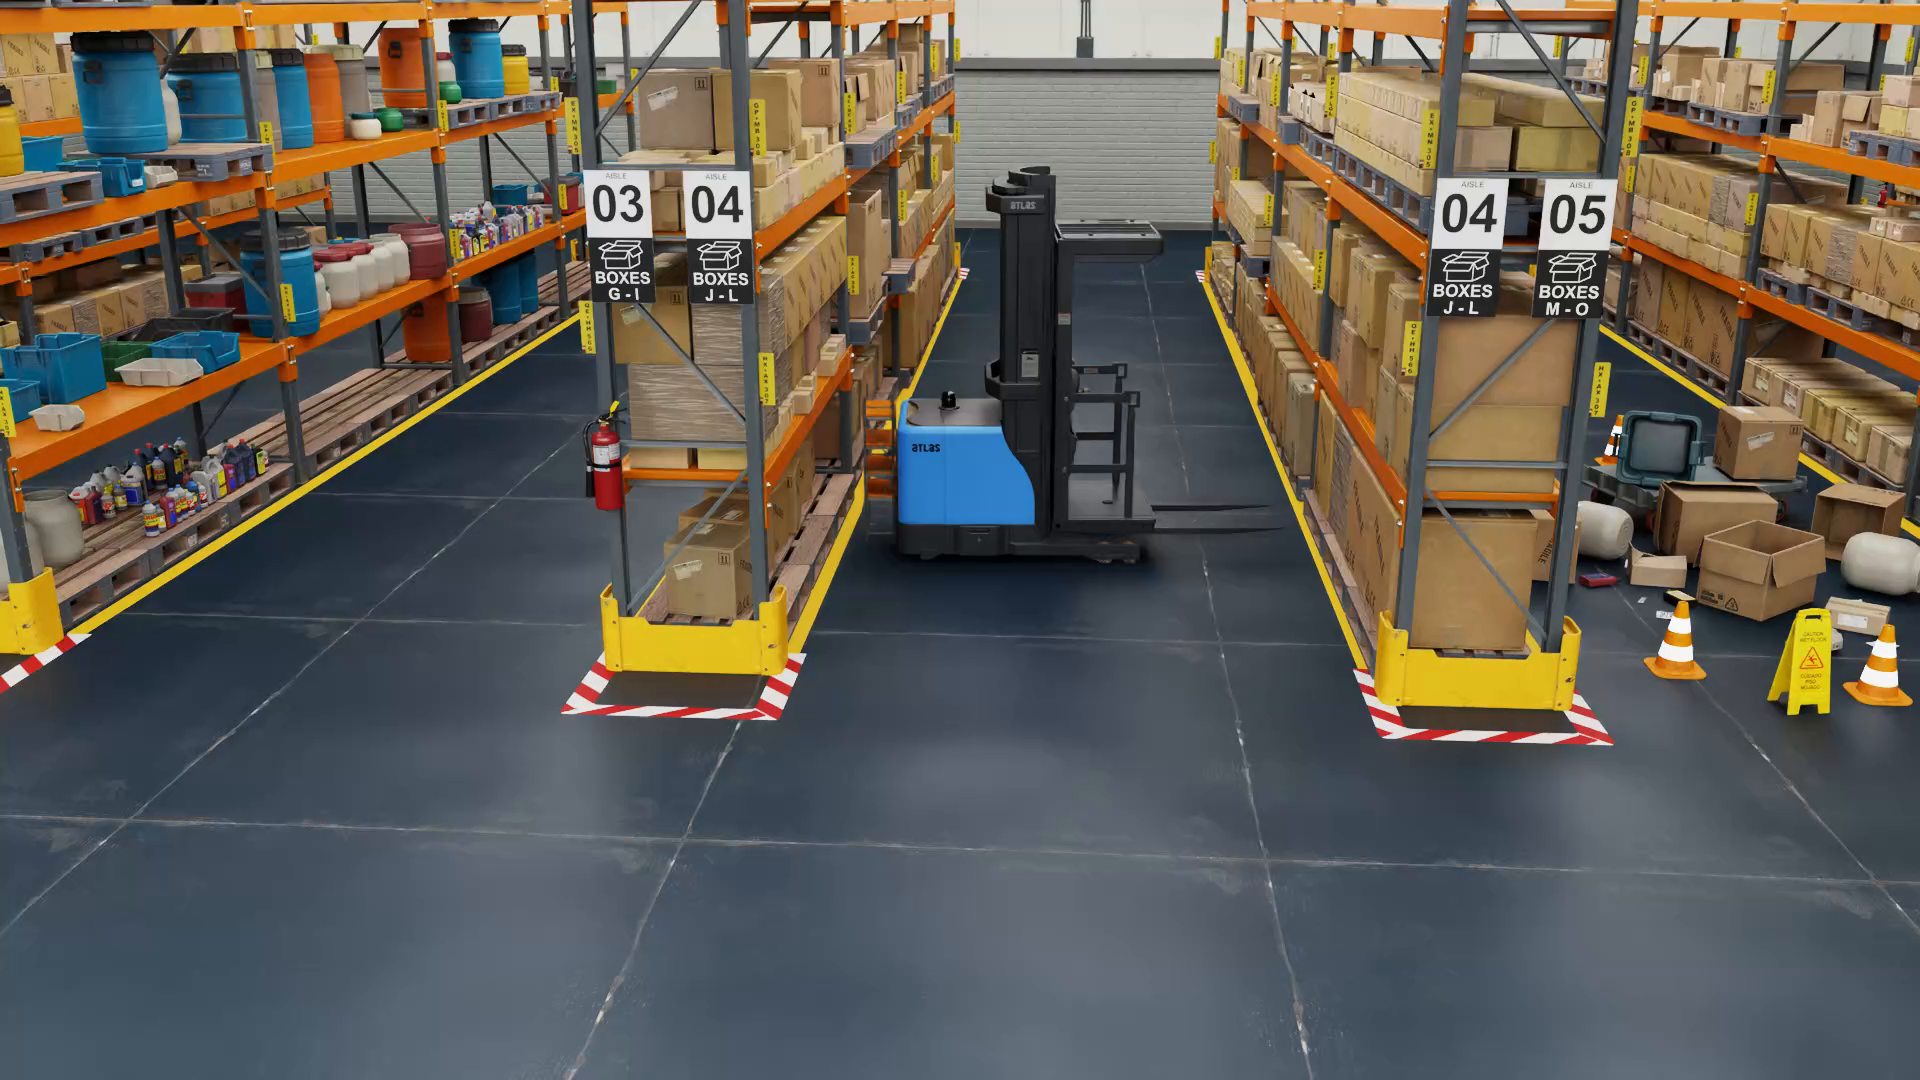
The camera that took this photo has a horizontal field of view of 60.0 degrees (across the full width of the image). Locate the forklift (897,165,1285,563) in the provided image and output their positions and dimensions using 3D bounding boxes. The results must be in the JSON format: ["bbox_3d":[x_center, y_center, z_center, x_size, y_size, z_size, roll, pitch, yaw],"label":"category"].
[{"bbox_3d":[1.025,-1.378,12.922,3.031,2.935,1.130,0,18,0],"label":"forklift"}]

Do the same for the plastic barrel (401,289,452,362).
[{"bbox_3d":[-6.082,-2.507,19.067,0.600,0.830,0.708,1,18,4],"label":"plastic barrel"}]

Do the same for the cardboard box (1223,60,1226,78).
[{"bbox_3d":[4.026,-6.717,23.726,0.500,0.250,0.500,1,18,3],"label":"cardboard box"}]

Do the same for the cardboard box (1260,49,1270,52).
[{"bbox_3d":[4.490,-6.935,23.752,0.380,0.149,0.250,1,18,2],"label":"cardboard box"}]

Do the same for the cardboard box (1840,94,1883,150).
[{"bbox_3d":[8.644,-3.855,15.386,0.797,0.503,0.637,1,18,4],"label":"cardboard box"}]

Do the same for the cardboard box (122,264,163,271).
[{"bbox_3d":[-11.031,-3.417,22.341,0.500,0.500,0.500,0,18,1],"label":"cardboard box"}]

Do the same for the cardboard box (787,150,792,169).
[{"bbox_3d":[-1.356,-2.618,11.379,0.380,0.149,0.250,0,18,1],"label":"cardboard box"}]

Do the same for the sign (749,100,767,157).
[{"bbox_3d":[-1.192,-2.420,9.769,0.100,0.325,0.005,1,18,4],"label":"sign"}]

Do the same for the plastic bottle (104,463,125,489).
[{"bbox_3d":[-6.903,-0.462,13.563,0.144,0.351,0.185,1,18,3],"label":"plastic bottle"}]

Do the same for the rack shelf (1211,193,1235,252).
[{"bbox_3d":[4.210,-4.455,23.357,1.077,0.370,4.000,1,18,4],"label":"rack shelf"}]

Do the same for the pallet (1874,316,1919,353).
[{"bbox_3d":[8.638,-1.755,14.270,1.003,0.211,1.213,1,18,4],"label":"pallet"}]

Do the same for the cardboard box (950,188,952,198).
[{"bbox_3d":[-0.320,-5.164,24.768,0.380,0.149,0.250,1,18,4],"label":"cardboard box"}]

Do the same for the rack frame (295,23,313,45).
[{"bbox_3d":[-10.467,-8.633,25.319,1.000,3.000,0.127,1,18,4],"label":"rack frame"}]

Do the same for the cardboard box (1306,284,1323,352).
[{"bbox_3d":[3.264,-1.907,14.264,0.500,0.500,0.500,1,18,4],"label":"cardboard box"}]

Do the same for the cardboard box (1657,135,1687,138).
[{"bbox_3d":[9.272,-5.180,21.607,0.380,0.149,0.250,1,18,3],"label":"cardboard box"}]

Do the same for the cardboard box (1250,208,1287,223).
[{"bbox_3d":[3.378,-3.537,18.173,0.380,0.149,0.250,1,18,3],"label":"cardboard box"}]

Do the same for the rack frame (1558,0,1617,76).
[{"bbox_3d":[9.298,-8.190,23.966,1.000,3.000,0.127,1,18,4],"label":"rack frame"}]

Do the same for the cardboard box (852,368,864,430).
[{"bbox_3d":[-1.288,-1.366,16.083,0.700,0.500,0.500,0,18,-1],"label":"cardboard box"}]

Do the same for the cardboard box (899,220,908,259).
[{"bbox_3d":[-0.854,-3.268,18.419,0.500,0.500,0.500,2,18,6],"label":"cardboard box"}]

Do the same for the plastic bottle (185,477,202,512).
[{"bbox_3d":[-6.187,-0.371,13.412,0.097,0.271,0.097,0,18,0],"label":"plastic bottle"}]

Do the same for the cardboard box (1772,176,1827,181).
[{"bbox_3d":[9.030,-3.679,18.067,0.500,0.500,0.500,1,18,4],"label":"cardboard box"}]

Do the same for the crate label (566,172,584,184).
[{"bbox_3d":[-5.873,-5.550,25.717,0.416,0.233,0.303,1,18,4],"label":"crate label"}]

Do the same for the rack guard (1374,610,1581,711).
[{"bbox_3d":[3.205,0.746,10.342,1.175,0.500,0.348,1,18,4],"label":"rack guard"}]

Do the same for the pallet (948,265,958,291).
[{"bbox_3d":[-0.566,-3.985,25.246,1.003,0.211,1.213,1,18,4],"label":"pallet"}]

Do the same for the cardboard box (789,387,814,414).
[{"bbox_3d":[-1.271,-1.019,12.118,0.380,0.149,0.250,1,18,4],"label":"cardboard box"}]

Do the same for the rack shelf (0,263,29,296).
[{"bbox_3d":[-11.184,-2.335,16.887,1.077,0.370,4.000,1,18,4],"label":"rack shelf"}]

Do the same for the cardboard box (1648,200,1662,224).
[{"bbox_3d":[8.689,-3.970,20.160,0.500,0.250,0.500,2,18,5],"label":"cardboard box"}]

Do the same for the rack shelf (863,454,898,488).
[{"bbox_3d":[-0.639,-0.558,13.415,0.258,0.148,0.480,0,18,0],"label":"rack shelf"}]

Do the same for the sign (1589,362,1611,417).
[{"bbox_3d":[3.760,-0.884,9.785,0.100,0.325,0.005,1,18,4],"label":"sign"}]

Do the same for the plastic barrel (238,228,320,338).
[{"bbox_3d":[-6.057,-2.295,14.806,0.600,0.901,0.708,1,18,4],"label":"plastic barrel"}]

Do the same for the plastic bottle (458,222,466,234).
[{"bbox_3d":[-6.184,-3.842,20.651,0.097,0.201,0.097,0,18,0],"label":"plastic bottle"}]

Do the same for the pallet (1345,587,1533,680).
[{"bbox_3d":[3.186,0.626,11.173,1.003,0.211,1.213,1,18,4],"label":"pallet"}]

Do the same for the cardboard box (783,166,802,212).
[{"bbox_3d":[-1.371,-2.403,11.363,0.500,0.250,0.500,1,18,4],"label":"cardboard box"}]

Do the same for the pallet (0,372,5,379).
[{"bbox_3d":[-11.138,-1.718,18.327,1.003,0.211,1.213,1,18,4],"label":"pallet"}]

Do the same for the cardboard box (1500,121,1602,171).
[{"bbox_3d":[3.497,-2.336,9.845,0.500,0.250,0.500,1,18,4],"label":"cardboard box"}]

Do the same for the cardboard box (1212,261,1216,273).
[{"bbox_3d":[3.997,-4.107,25.045,0.380,0.149,0.250,2,18,5],"label":"cardboard box"}]

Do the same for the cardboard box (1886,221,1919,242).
[{"bbox_3d":[8.282,-2.672,14.404,0.380,0.149,0.250,1,18,2],"label":"cardboard box"}]

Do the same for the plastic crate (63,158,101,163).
[{"bbox_3d":[-6.772,-2.785,12.627,0.336,0.188,0.450,1,18,4],"label":"plastic crate"}]

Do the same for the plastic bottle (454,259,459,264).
[{"bbox_3d":[-5.747,-3.254,18.737,0.152,0.276,0.135,1,18,4],"label":"plastic bottle"}]

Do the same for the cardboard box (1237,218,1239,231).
[{"bbox_3d":[3.492,-3.738,19.743,0.380,0.149,0.250,1,18,3],"label":"cardboard box"}]

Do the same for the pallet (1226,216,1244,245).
[{"bbox_3d":[3.867,-3.851,20.665,1.003,0.211,1.213,1,18,4],"label":"pallet"}]

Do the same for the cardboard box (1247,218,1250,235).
[{"bbox_3d":[3.395,-3.483,18.488,0.380,0.149,0.250,2,18,5],"label":"cardboard box"}]

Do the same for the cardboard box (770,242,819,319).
[{"bbox_3d":[-1.315,-1.886,12.116,0.500,0.500,0.500,1,18,4],"label":"cardboard box"}]

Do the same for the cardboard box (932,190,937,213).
[{"bbox_3d":[-0.578,-4.528,22.188,0.500,0.250,0.500,1,18,3],"label":"cardboard box"}]

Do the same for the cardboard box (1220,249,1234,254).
[{"bbox_3d":[3.996,-4.148,24.213,0.380,0.149,0.250,0,18,1],"label":"cardboard box"}]

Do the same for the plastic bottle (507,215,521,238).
[{"bbox_3d":[-5.591,-3.928,20.793,0.152,0.276,0.135,1,18,4],"label":"plastic bottle"}]

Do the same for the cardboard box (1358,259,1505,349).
[{"bbox_3d":[3.303,-1.659,11.694,0.875,0.550,0.500,1,18,4],"label":"cardboard box"}]

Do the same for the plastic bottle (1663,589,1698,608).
[{"bbox_3d":[5.195,0.419,12.045,0.133,0.061,0.283,-5,19,-15],"label":"plastic bottle"}]

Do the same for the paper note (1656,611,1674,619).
[{"bbox_3d":[5.009,0.527,11.769,0.144,0.017,0.142,8,20,23],"label":"paper note"}]

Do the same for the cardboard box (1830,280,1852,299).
[{"bbox_3d":[8.352,-2.337,15.467,0.380,0.149,0.250,2,18,6],"label":"cardboard box"}]

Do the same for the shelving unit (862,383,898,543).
[{"bbox_3d":[-0.639,-0.622,13.394,0.258,1.200,0.503,0,18,0],"label":"shelving unit"}]

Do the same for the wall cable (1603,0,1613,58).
[{"bbox_3d":[12.951,-9.889,29.091,2.988,3.039,0.133,1,18,4],"label":"wall cable"}]

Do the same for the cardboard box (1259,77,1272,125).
[{"bbox_3d":[3.630,-4.900,18.583,0.500,0.500,0.500,1,18,4],"label":"cardboard box"}]

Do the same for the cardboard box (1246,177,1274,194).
[{"bbox_3d":[3.820,-4.521,21.766,0.500,0.500,0.500,1,18,4],"label":"cardboard box"}]

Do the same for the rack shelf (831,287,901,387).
[{"bbox_3d":[-1.303,-2.113,16.208,1.077,0.370,4.000,1,18,4],"label":"rack shelf"}]

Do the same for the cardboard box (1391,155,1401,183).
[{"bbox_3d":[2.948,-2.349,10.527,0.380,0.149,0.250,1,18,4],"label":"cardboard box"}]
